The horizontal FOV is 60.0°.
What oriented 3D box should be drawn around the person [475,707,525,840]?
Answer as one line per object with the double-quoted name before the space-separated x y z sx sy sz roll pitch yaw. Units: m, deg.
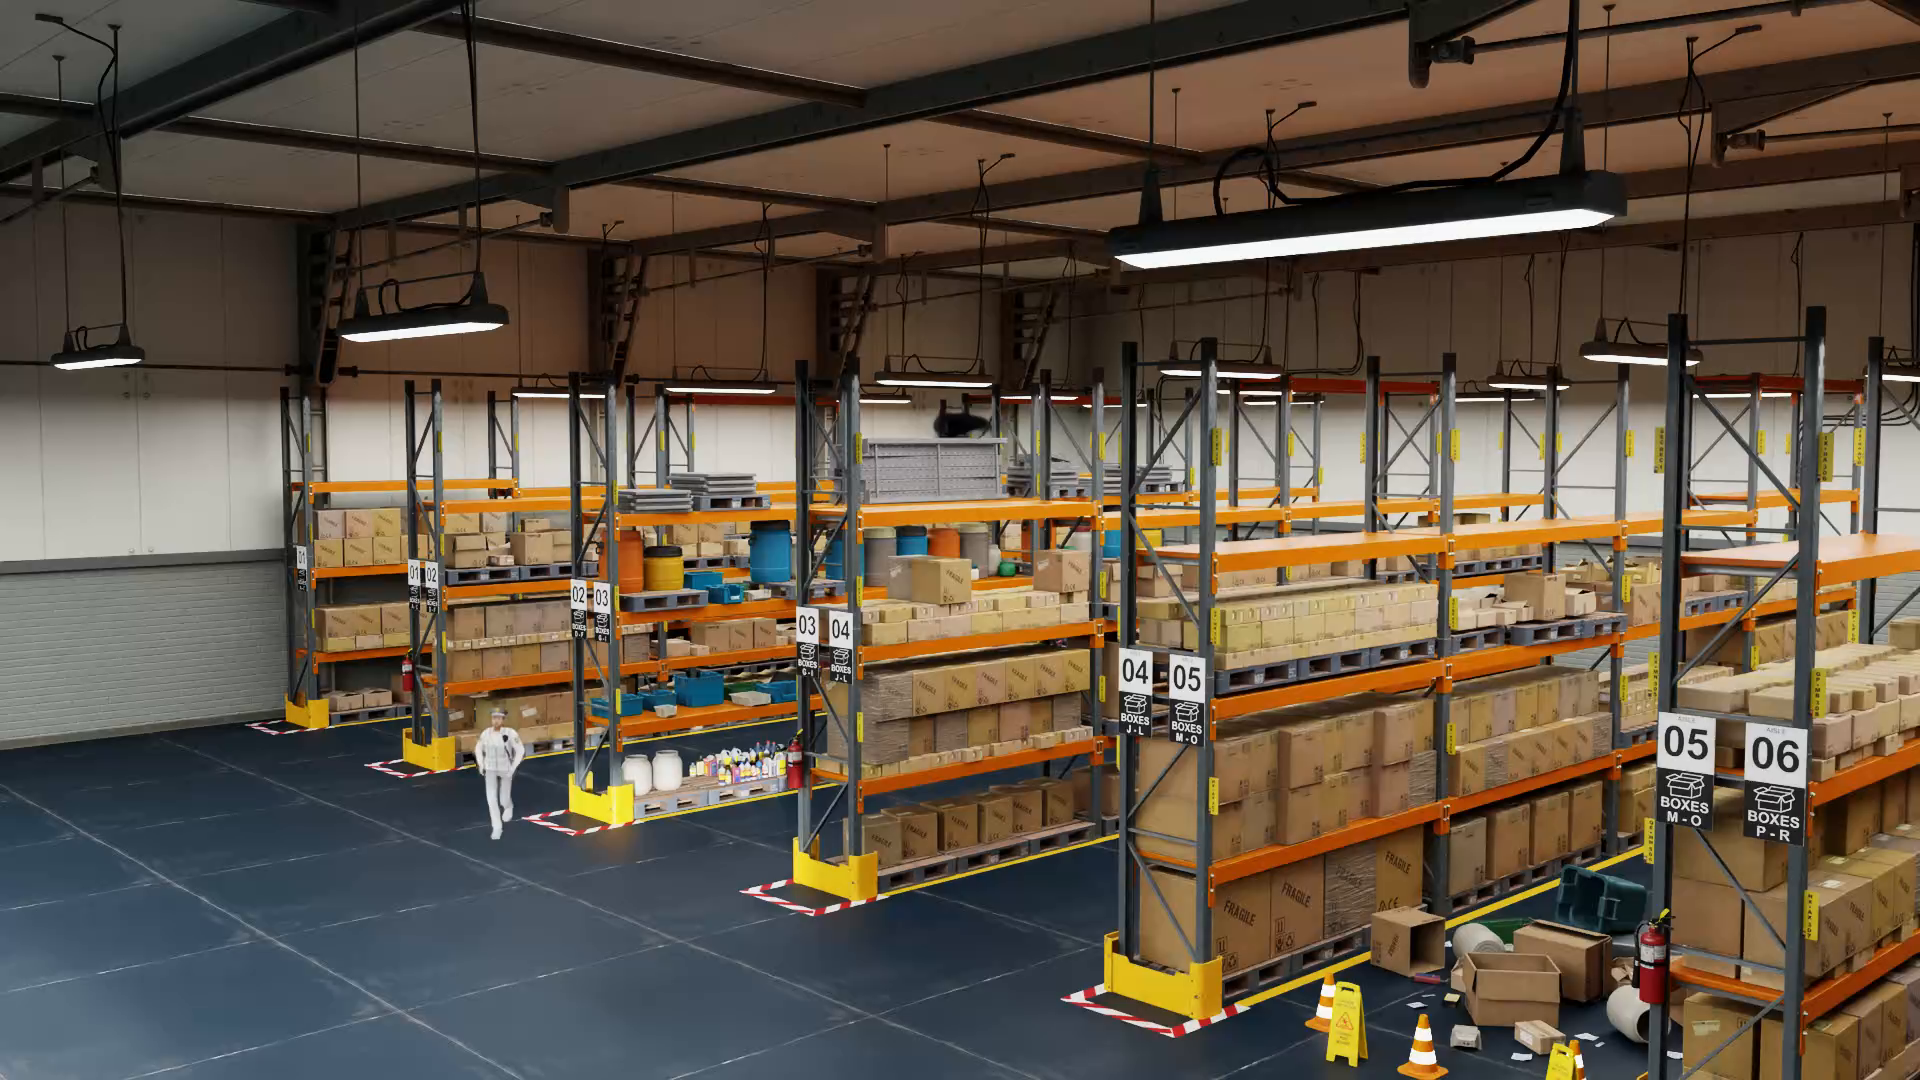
"person" -5.948 2.978 21.490 0.643 1.686 0.691 0 4 -6
